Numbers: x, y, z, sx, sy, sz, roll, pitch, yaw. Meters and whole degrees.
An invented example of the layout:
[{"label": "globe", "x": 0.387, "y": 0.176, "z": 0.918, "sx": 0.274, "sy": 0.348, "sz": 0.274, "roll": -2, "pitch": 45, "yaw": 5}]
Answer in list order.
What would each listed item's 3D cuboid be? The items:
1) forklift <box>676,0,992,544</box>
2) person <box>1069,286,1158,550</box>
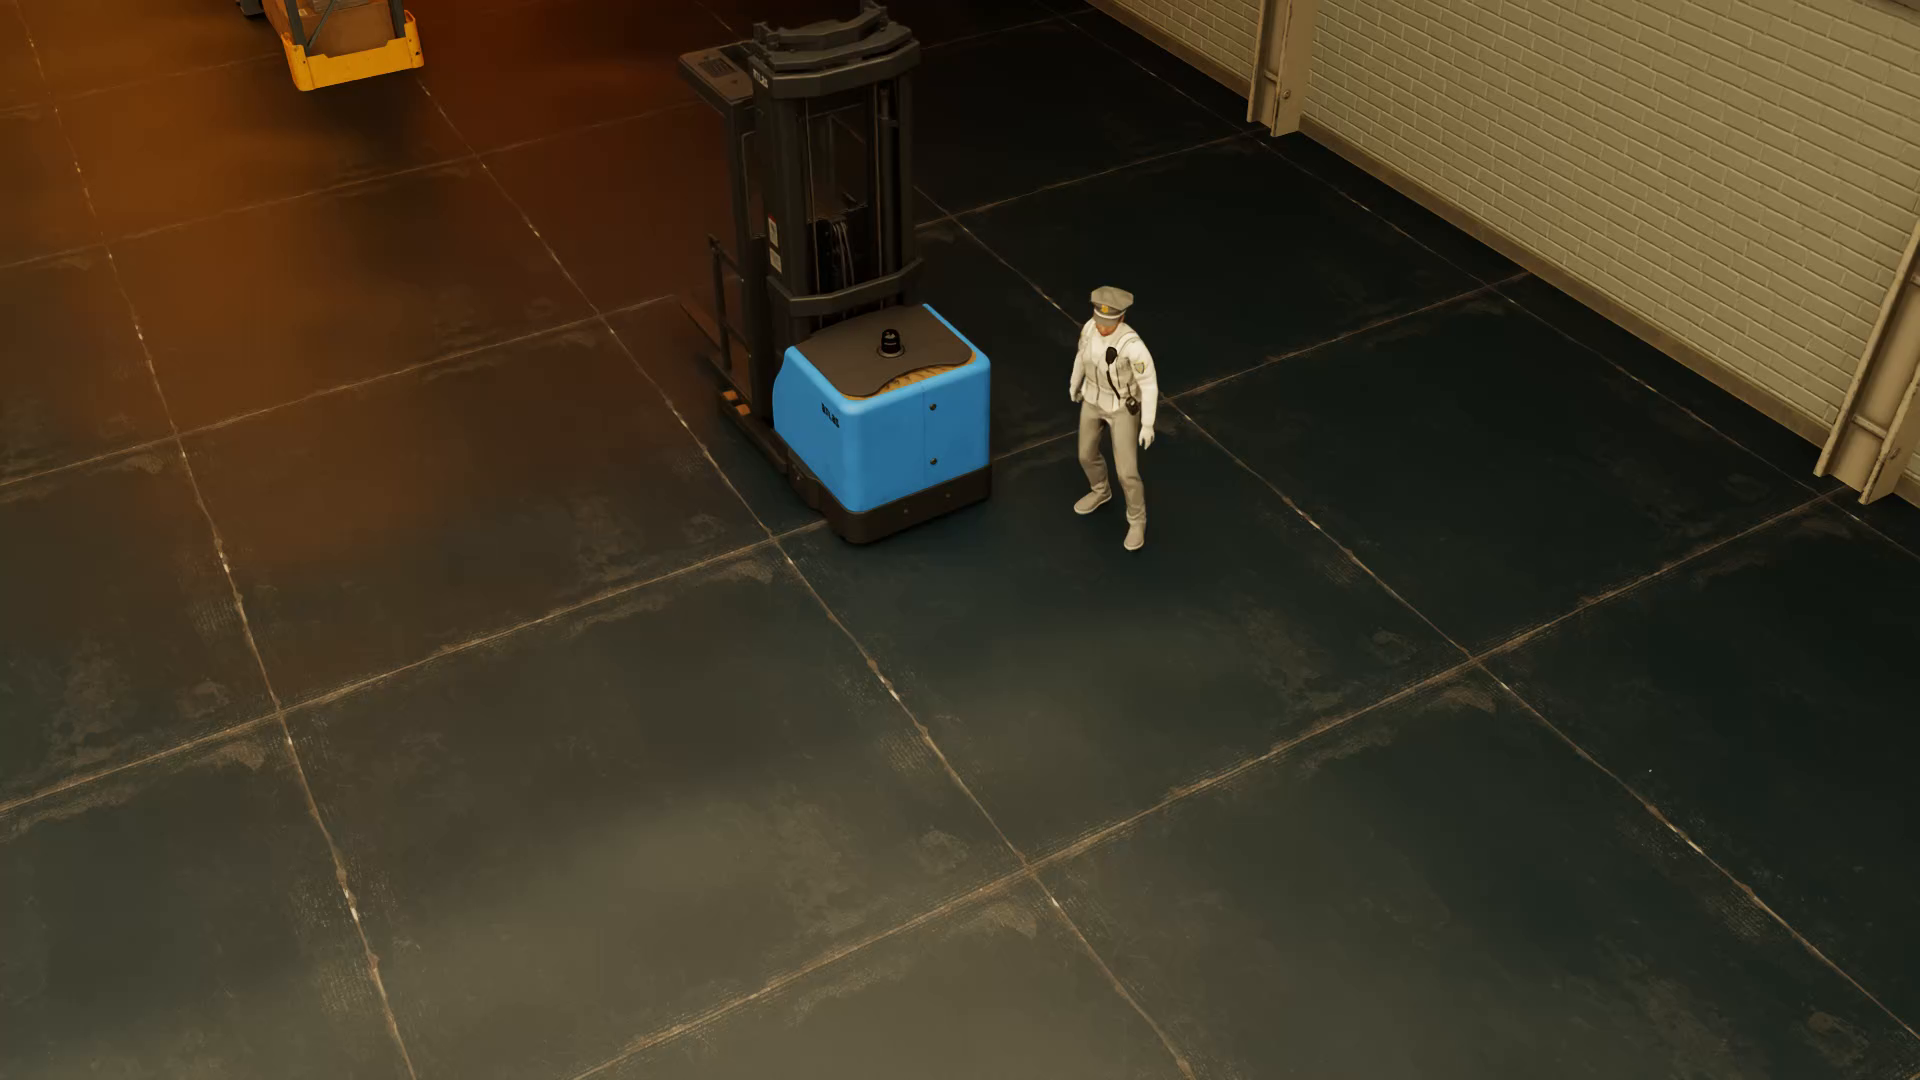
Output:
[{"label": "forklift", "x": -0.997, "y": -2.021, "z": 10.473, "sx": 1.130, "sy": 2.935, "sz": 3.031, "roll": -21, "pitch": 44, "yaw": -24}, {"label": "person", "x": 0.914, "y": -0.787, "z": 10.003, "sx": 0.753, "sy": 1.641, "sz": 0.365, "roll": 31, "pitch": 49, "yaw": 32}]
